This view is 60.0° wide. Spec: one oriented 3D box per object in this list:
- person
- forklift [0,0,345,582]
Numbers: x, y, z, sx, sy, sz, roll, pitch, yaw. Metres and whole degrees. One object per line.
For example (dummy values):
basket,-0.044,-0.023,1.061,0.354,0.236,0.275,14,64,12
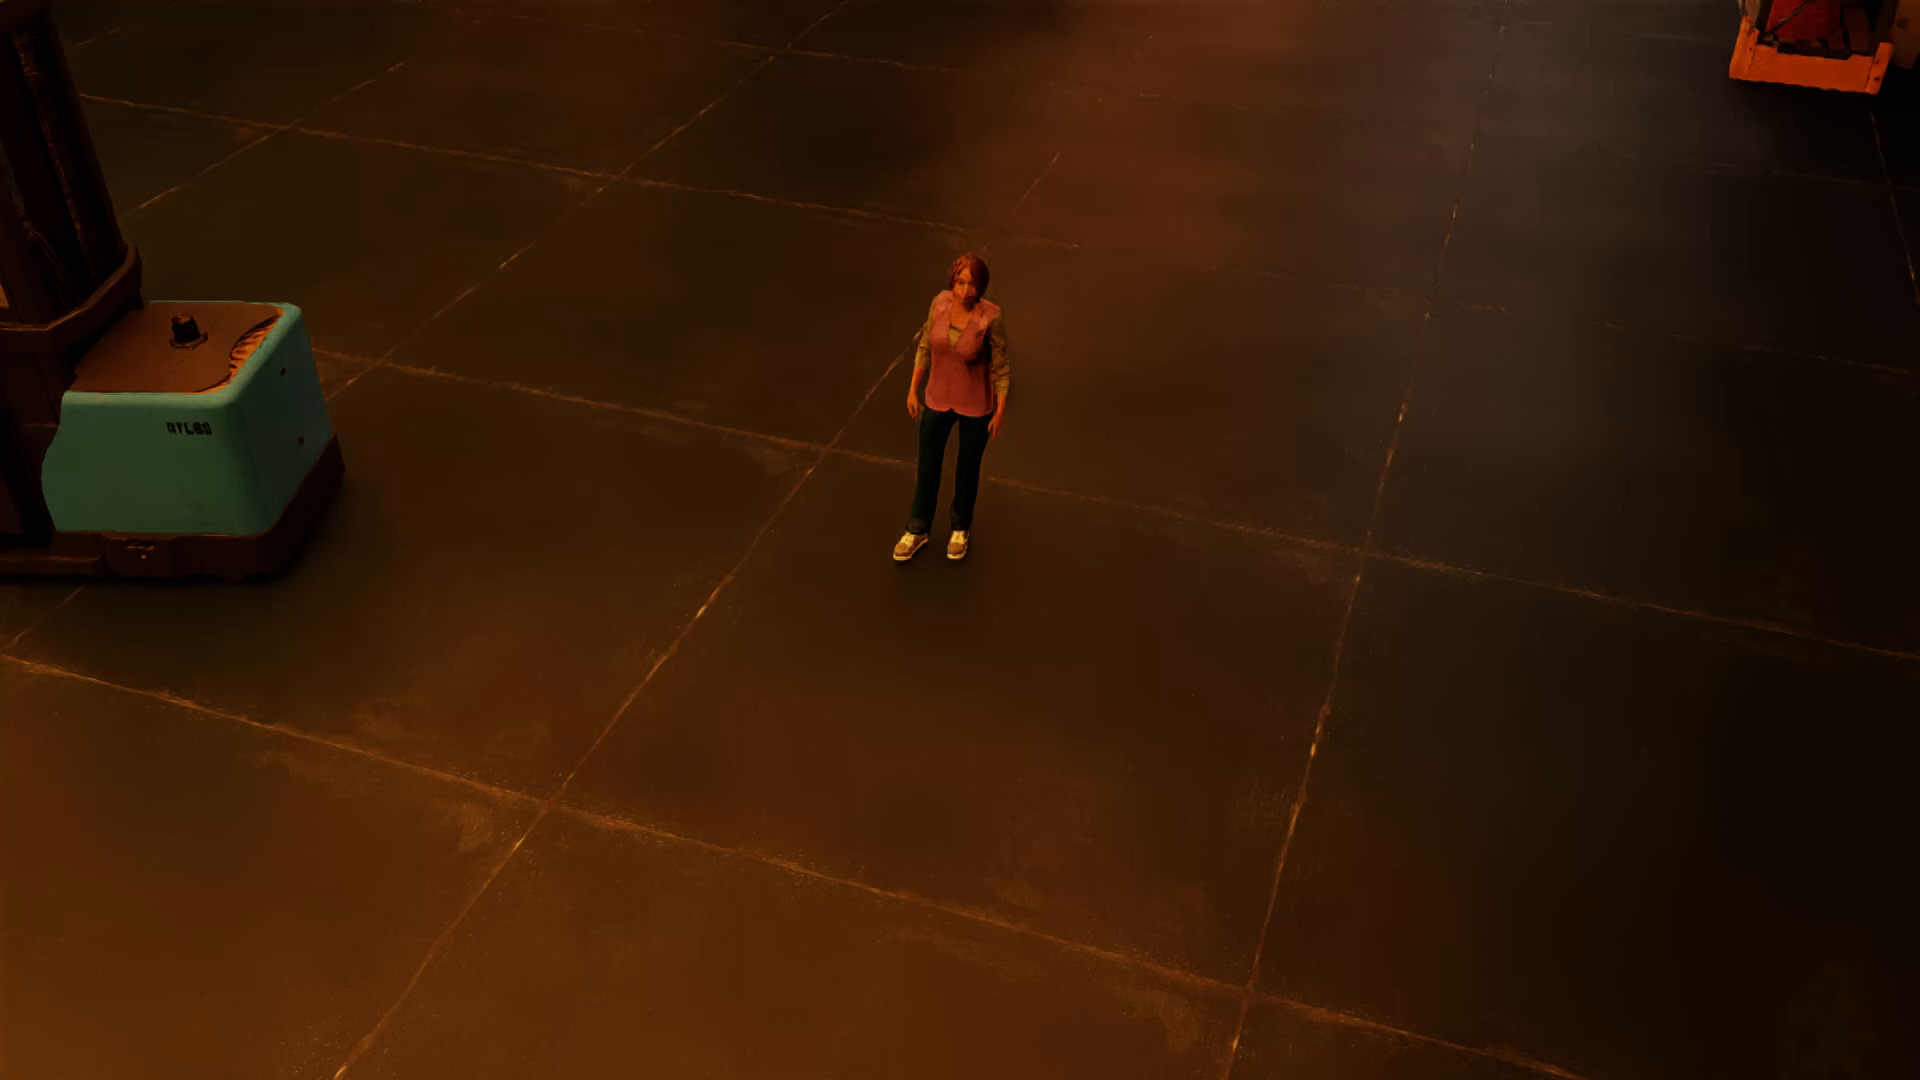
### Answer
person,-0.038,-0.619,8.126,0.520,1.597,0.474,12,37,16
forklift,-4.877,-1.295,7.938,3.031,2.935,1.130,1,35,2
